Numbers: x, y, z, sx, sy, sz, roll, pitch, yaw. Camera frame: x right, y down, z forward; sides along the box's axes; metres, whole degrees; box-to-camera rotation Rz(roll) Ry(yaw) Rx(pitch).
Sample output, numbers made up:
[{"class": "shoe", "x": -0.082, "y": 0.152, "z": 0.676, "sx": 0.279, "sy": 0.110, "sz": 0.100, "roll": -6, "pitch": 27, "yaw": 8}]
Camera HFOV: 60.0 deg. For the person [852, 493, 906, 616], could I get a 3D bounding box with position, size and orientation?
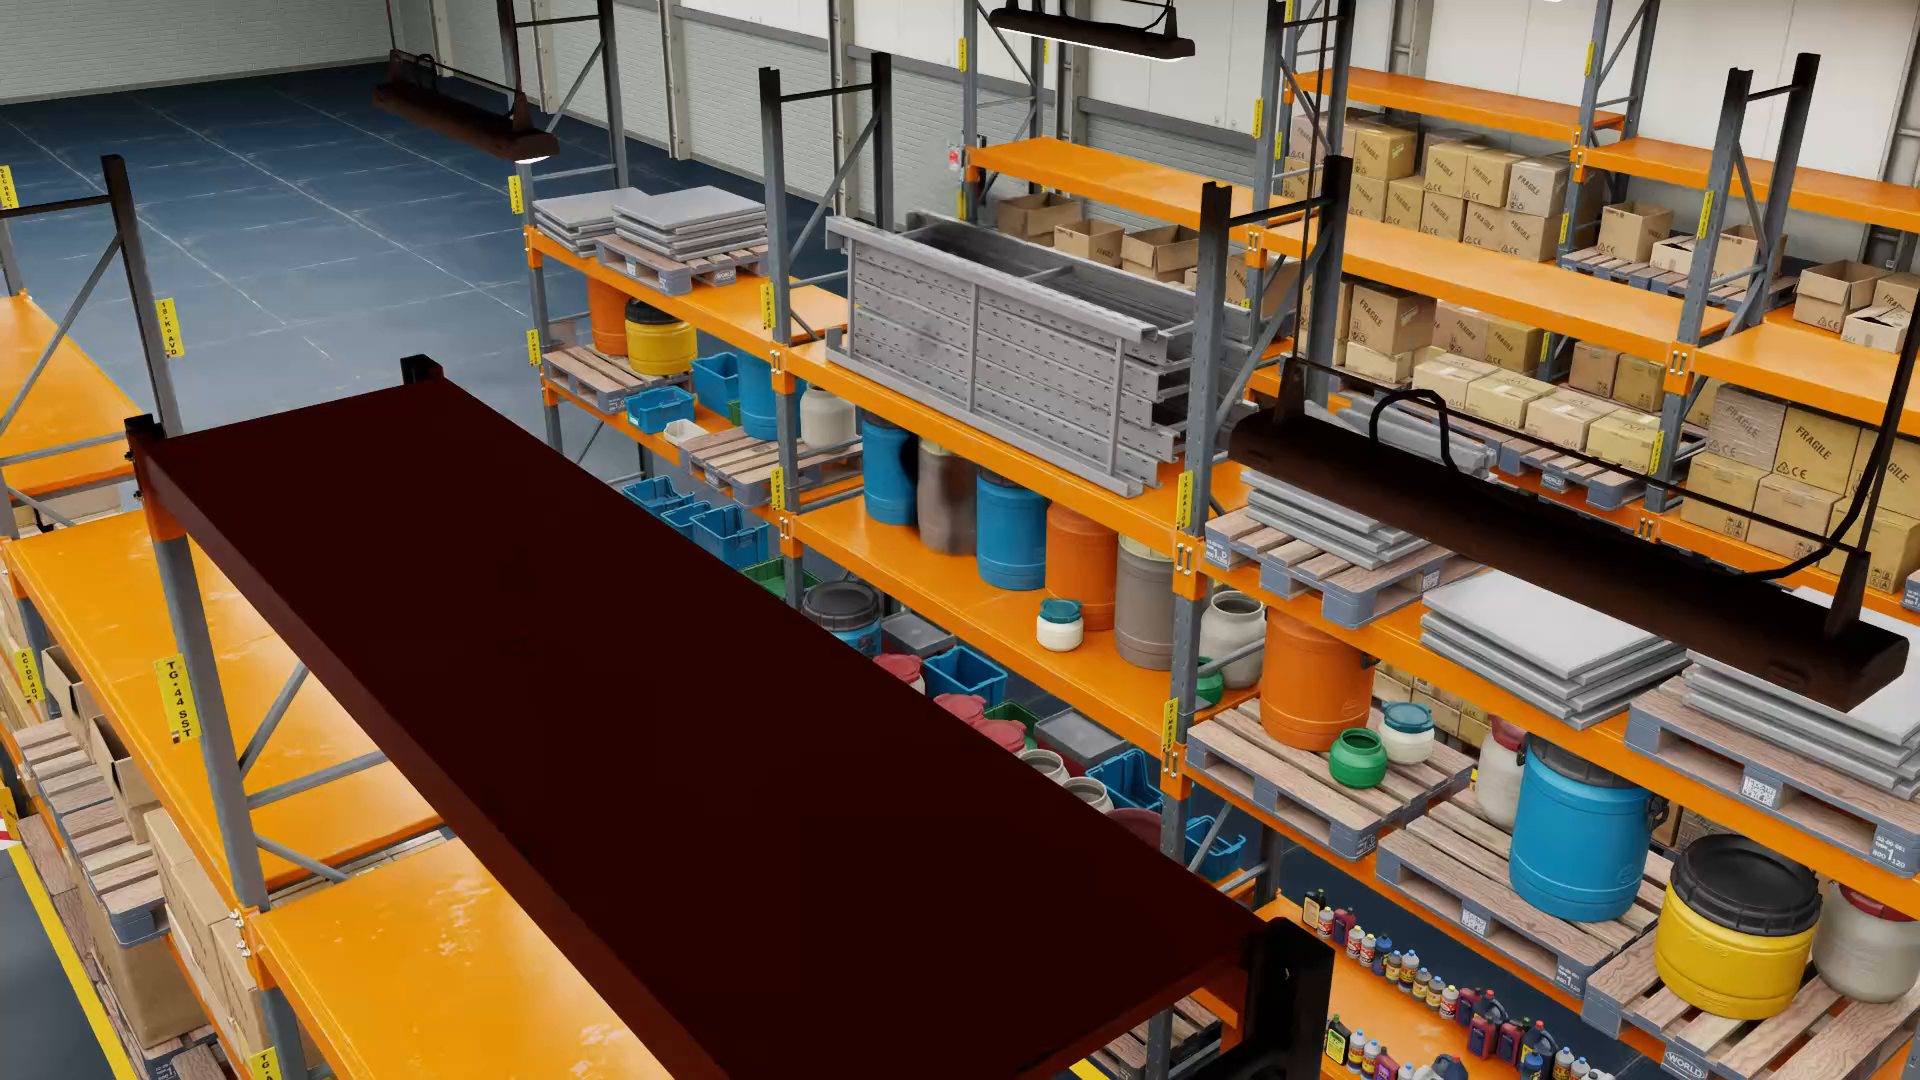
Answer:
[{"class": "person", "x": -0.685, "y": 0.376, "z": 15.580, "sx": 0.802, "sy": 1.753, "sz": 0.681, "roll": 22, "pitch": 33, "yaw": 37}]
